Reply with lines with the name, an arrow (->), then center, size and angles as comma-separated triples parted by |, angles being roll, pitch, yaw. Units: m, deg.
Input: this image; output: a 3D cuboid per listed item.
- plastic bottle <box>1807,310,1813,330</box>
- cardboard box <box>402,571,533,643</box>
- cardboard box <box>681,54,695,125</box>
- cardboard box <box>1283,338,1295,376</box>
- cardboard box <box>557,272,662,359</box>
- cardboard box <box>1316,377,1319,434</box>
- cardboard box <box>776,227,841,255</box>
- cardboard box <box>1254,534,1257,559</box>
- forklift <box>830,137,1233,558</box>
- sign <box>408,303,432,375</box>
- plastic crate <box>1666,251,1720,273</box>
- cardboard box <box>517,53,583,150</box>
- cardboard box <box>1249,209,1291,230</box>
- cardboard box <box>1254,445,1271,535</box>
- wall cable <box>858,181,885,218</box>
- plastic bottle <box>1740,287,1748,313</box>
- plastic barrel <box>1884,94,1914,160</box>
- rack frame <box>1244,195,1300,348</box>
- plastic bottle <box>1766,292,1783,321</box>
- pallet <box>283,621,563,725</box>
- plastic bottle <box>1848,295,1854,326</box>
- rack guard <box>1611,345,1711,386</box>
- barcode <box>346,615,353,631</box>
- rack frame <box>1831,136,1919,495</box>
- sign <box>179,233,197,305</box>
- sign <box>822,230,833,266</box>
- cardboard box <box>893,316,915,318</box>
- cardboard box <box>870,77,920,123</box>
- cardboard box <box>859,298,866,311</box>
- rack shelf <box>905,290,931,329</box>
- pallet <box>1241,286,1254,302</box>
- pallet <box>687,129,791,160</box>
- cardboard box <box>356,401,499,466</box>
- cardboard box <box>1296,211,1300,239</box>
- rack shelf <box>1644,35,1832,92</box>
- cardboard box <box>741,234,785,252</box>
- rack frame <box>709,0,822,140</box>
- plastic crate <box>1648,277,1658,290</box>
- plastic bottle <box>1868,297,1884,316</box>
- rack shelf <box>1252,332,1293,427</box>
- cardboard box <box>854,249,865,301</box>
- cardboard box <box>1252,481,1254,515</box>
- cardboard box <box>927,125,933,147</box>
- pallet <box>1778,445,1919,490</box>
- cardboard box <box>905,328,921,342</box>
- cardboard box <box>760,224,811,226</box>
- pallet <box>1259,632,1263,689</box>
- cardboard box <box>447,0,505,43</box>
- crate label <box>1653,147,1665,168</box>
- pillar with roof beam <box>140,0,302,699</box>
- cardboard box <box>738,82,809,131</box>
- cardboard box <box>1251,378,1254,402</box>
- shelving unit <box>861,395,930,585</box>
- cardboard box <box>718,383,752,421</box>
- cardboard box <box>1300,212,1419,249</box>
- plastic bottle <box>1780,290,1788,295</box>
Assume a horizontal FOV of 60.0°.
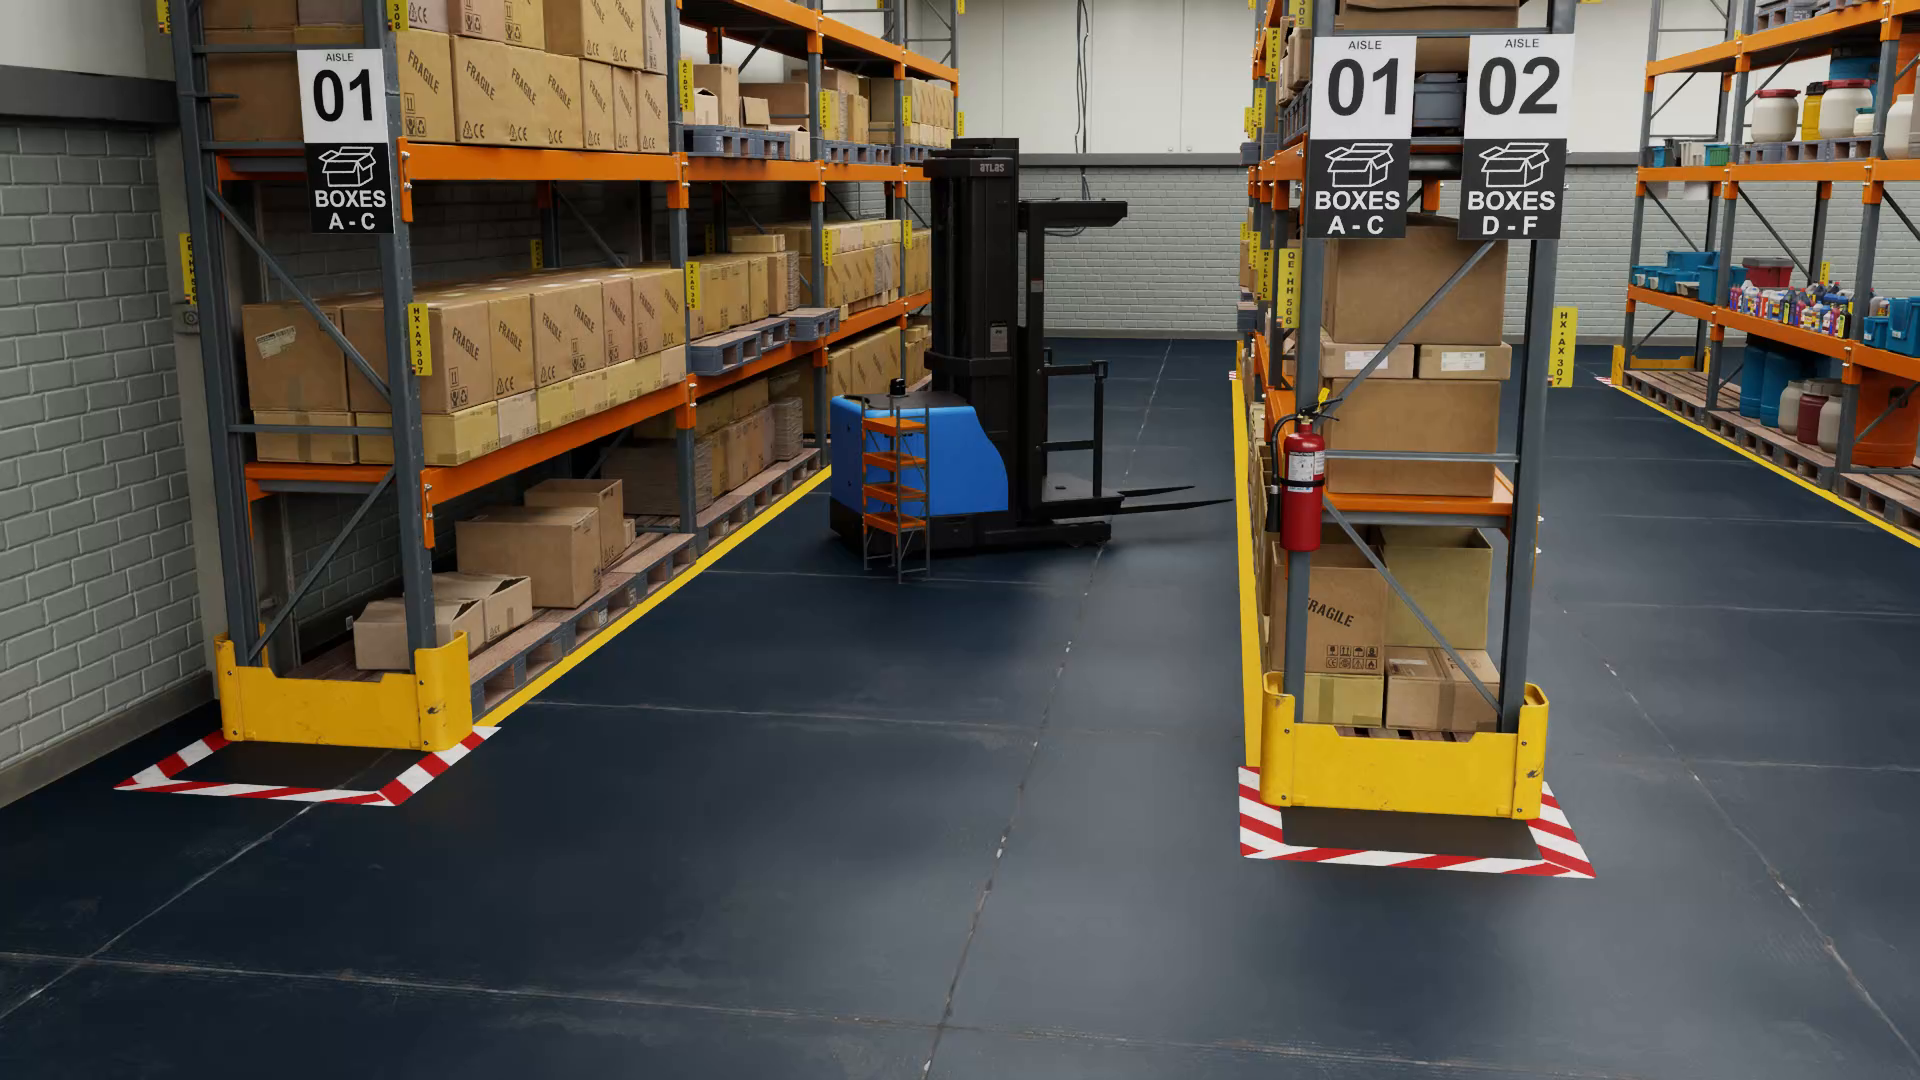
plastic bottle -> 7.818, -2.022, 15.226 | 0.097, 0.201, 0.097 | 0, 12, 0
cardboard box -> -2.705, 0.336, 9.152 | 0.500, 0.311, 0.500 | 3, 13, 13
cardboard box -> -2.210, -3.168, 11.719 | 0.500, 0.500, 0.500 | 4, 13, 17
cardboard box -> 2.476, -1.300, 11.724 | 0.396, 0.266, 0.258 | 2, 12, 7
cardboard box -> -2.211, -1.427, 10.522 | 0.500, 0.500, 0.500 | 2, 12, 8
cardboard box -> 2.150, -0.702, 8.394 | 0.700, 0.500, 0.500 | 2, 12, 9
cardboard box -> -1.429, -2.832, 15.742 | 0.500, 0.250, 0.500 | 2, 12, 10
cardboard box -> 2.152, 0.049, 10.676 | 0.500, 0.250, 0.500 | 2, 12, 9
forklift -> 0.589, -1.480, 12.405 | 3.031, 2.935, 1.130 | -5, 13, -20
sign -> -2.452, -0.909, 7.537 | 0.100, 0.325, 0.005 | 2, 12, 9
plastic crate -> 9.395, -3.484, 21.314 | 0.616, 0.435, 0.499 | 2, 12, 9
cardboard box -> -2.434, -2.421, 9.203 | 0.500, 0.500, 0.500 | 3, 12, 12
cardboard box -> 3.807, -3.810, 20.439 | 0.500, 0.500, 0.500 | 2, 12, 8
cardboard box -> 2.142, -0.318, 10.598 | 0.500, 0.500, 0.500 | 2, 12, 9
wall cable -> -1.265, -4.628, 24.437 | 0.084, 1.984, 1.851 | 2, 12, 9
plastic bottle -> 8.134, -2.483, 17.198 | 0.097, 0.271, 0.097 | 0, 12, 0
plastic barrel -> 7.681, -3.314, 13.366 | 0.421, 0.512, 0.421 | 0, 12, 0
rack frame -> 4.368, -3.675, 22.424 | 1.000, 3.000, 0.127 | 2, 12, 9
plastic bottle -> 8.021, -2.295, 16.317 | 0.152, 0.276, 0.135 | 2, 12, 9
pallet -> -2.816, 0.676, 8.857 | 1.003, 0.211, 1.213 | 2, 12, 9
plastic bottle -> 8.488, -2.202, 15.709 | 0.144, 0.351, 0.185 | 2, 12, 9
rack guard -> 9.253, -2.297, 21.964 | 1.175, 0.500, 0.348 | 2, 12, 9
barcode -> -3.185, 0.433, 8.678 | 0.001, 0.075, 0.075 | 2, 12, 9
rack frame -> 8.032, -1.848, 13.948 | 1.000, 3.000, 0.127 | 2, 12, 9
sign -> -3.533, -1.246, 7.658 | 0.100, 0.325, 0.005 | 2, 12, 9
sign -> -1.220, -2.681, 15.251 | 0.100, 0.325, 0.005 | 2, 12, 9
cardboard box -> -0.792, -2.913, 22.286 | 0.380, 0.149, 0.250 | 2, 12, 9
cardboard box -> -0.756, -5.155, 19.514 | 0.500, 0.500, 0.500 | 2, 12, 8
cardboard box -> -1.206, -2.491, 17.481 | 0.380, 0.149, 0.250 | 2, 12, 10
rack shelf -> -0.835, -3.066, 21.309 | 1.077, 0.370, 4.000 | 2, 12, 9
pallet -> 3.522, -2.585, 17.825 | 1.003, 0.211, 1.213 | 2, 12, 9
pallet -> -2.016, -3.052, 12.860 | 1.213, 0.211, 1.003 | 2, 12, 9
cardboard box -> -2.599, -0.531, 8.147 | 0.500, 0.250, 0.500 | 2, 12, 7
cardboard box -> 4.182, -3.576, 19.355 | 0.500, 0.500, 0.500 | 1, 12, 7
rack shelf -> 8.954, -5.482, 19.229 | 1.077, 0.370, 4.000 | 2, 12, 9
cardboard box -> -1.781, -2.677, 14.974 | 0.380, 0.149, 0.250 | 0, 12, 1
rack frame -> -1.758, -5.102, 14.805 | 1.000, 3.000, 0.127 | 2, 12, 9
plastic crate -> 8.663, -3.168, 20.555 | 0.250, 0.136, 0.298 | 2, 12, 9
plastic bottle -> 8.631, -2.156, 15.670 | 0.152, 0.276, 0.135 | 2, 12, 9
rack shelf -> 2.830, -1.241, 12.840 | 1.077, 0.370, 4.000 | 2, 12, 9
cardboard box -> -1.263, -2.678, 16.808 | 0.500, 0.500, 0.500 | 2, 12, 8
cardboard box -> 2.458, -0.345, 12.505 | 0.500, 0.250, 0.500 | 2, 12, 10
cardboard box -> -0.612, -4.997, 20.561 | 0.500, 0.250, 0.500 | 2, 12, 7
pallet -> 8.112, -0.650, 15.010 | 1.003, 0.211, 1.213 | 2, 12, 9
cardboard box -> -0.693, -2.520, 20.462 | 0.380, 0.149, 0.250 | 2, 12, 11
cardboard box -> -1.779, -3.057, 16.786 | 0.500, 0.250, 0.500 | 2, 12, 7
pallet -> 2.174, 0.605, 9.183 | 1.003, 0.211, 1.213 | 2, 12, 9
cardboard box -> -2.562, -2.692, 8.089 | 0.500, 0.500, 0.500 | 2, 12, 8
crate label -> 8.801, -4.725, 20.532 | 0.408, 0.251, 0.502 | 2, 12, 9
pillar with roof beam -> 0.519, -3.471, 7.237 | 9.100, 9.000, 0.400 | 2, 12, 9
cardboard box -> -1.741, -4.000, 15.533 | 0.700, 0.500, 0.500 | 1, 12, 4
cardboard box -> 3.130, -1.312, 16.352 | 0.500, 0.500, 0.500 | 1, 12, 7
shelving unit -> -0.436, -0.346, 11.251 | 0.258, 1.200, 0.503 | -7, 14, -30
cardboard box -> -2.041, -1.153, 13.833 | 0.500, 0.250, 0.500 | 2, 12, 8
cardboard box -> 2.461, -1.767, 10.256 | 0.700, 0.500, 0.500 | 2, 12, 9
plastic bottle -> 8.207, -2.338, 16.518 | 0.152, 0.276, 0.135 | 2, 12, 9
